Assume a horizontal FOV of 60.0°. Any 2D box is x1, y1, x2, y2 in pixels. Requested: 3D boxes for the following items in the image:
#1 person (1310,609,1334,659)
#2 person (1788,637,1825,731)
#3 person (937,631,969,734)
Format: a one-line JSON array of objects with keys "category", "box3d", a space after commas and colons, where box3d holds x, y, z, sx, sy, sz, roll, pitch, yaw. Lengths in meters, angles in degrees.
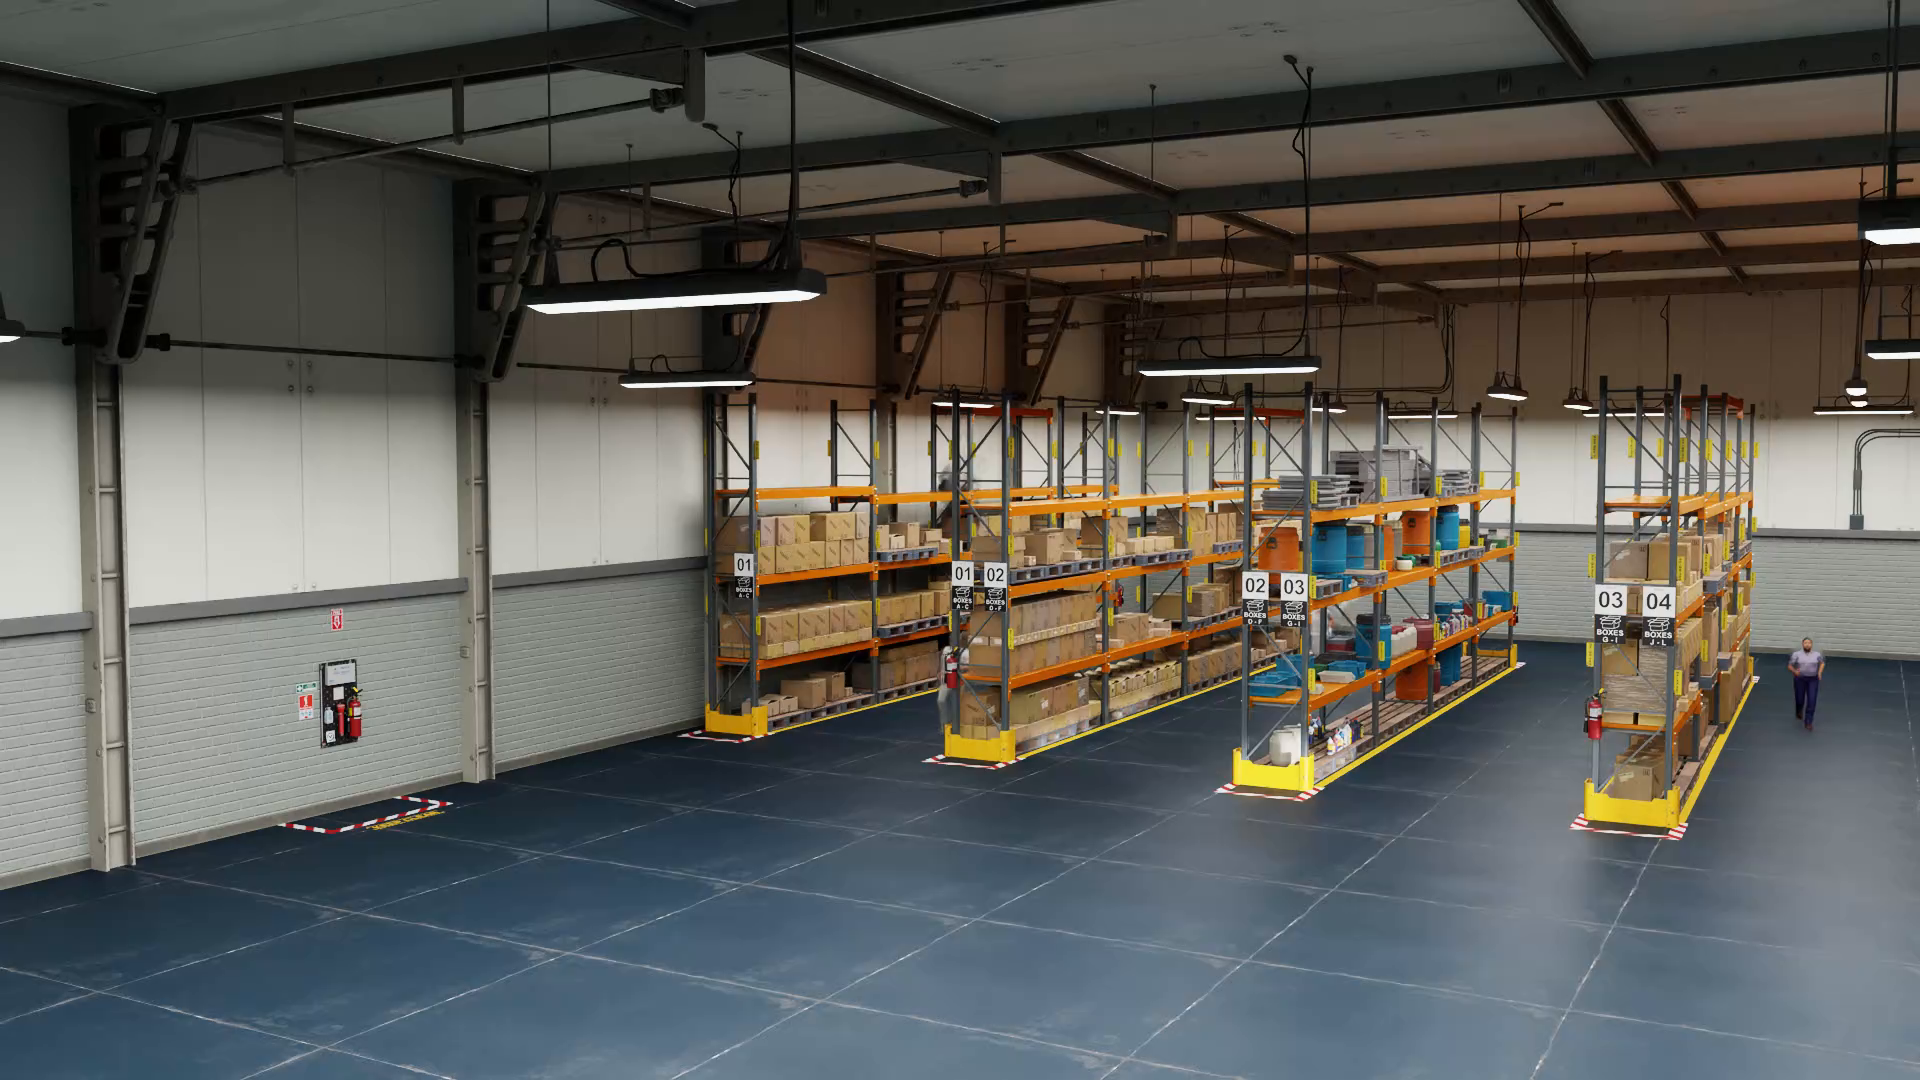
[{"category": "person", "box3d": [7.802, 2.133, 36.360, 0.636, 1.816, 0.870, 1, 3, 23]}, {"category": "person", "box3d": [15.250, 2.572, 29.982, 0.588, 1.639, 0.849, 1, 3, 22]}, {"category": "person", "box3d": [-0.126, 2.534, 29.480, 0.633, 1.853, 0.761, 1, 3, 24]}]
